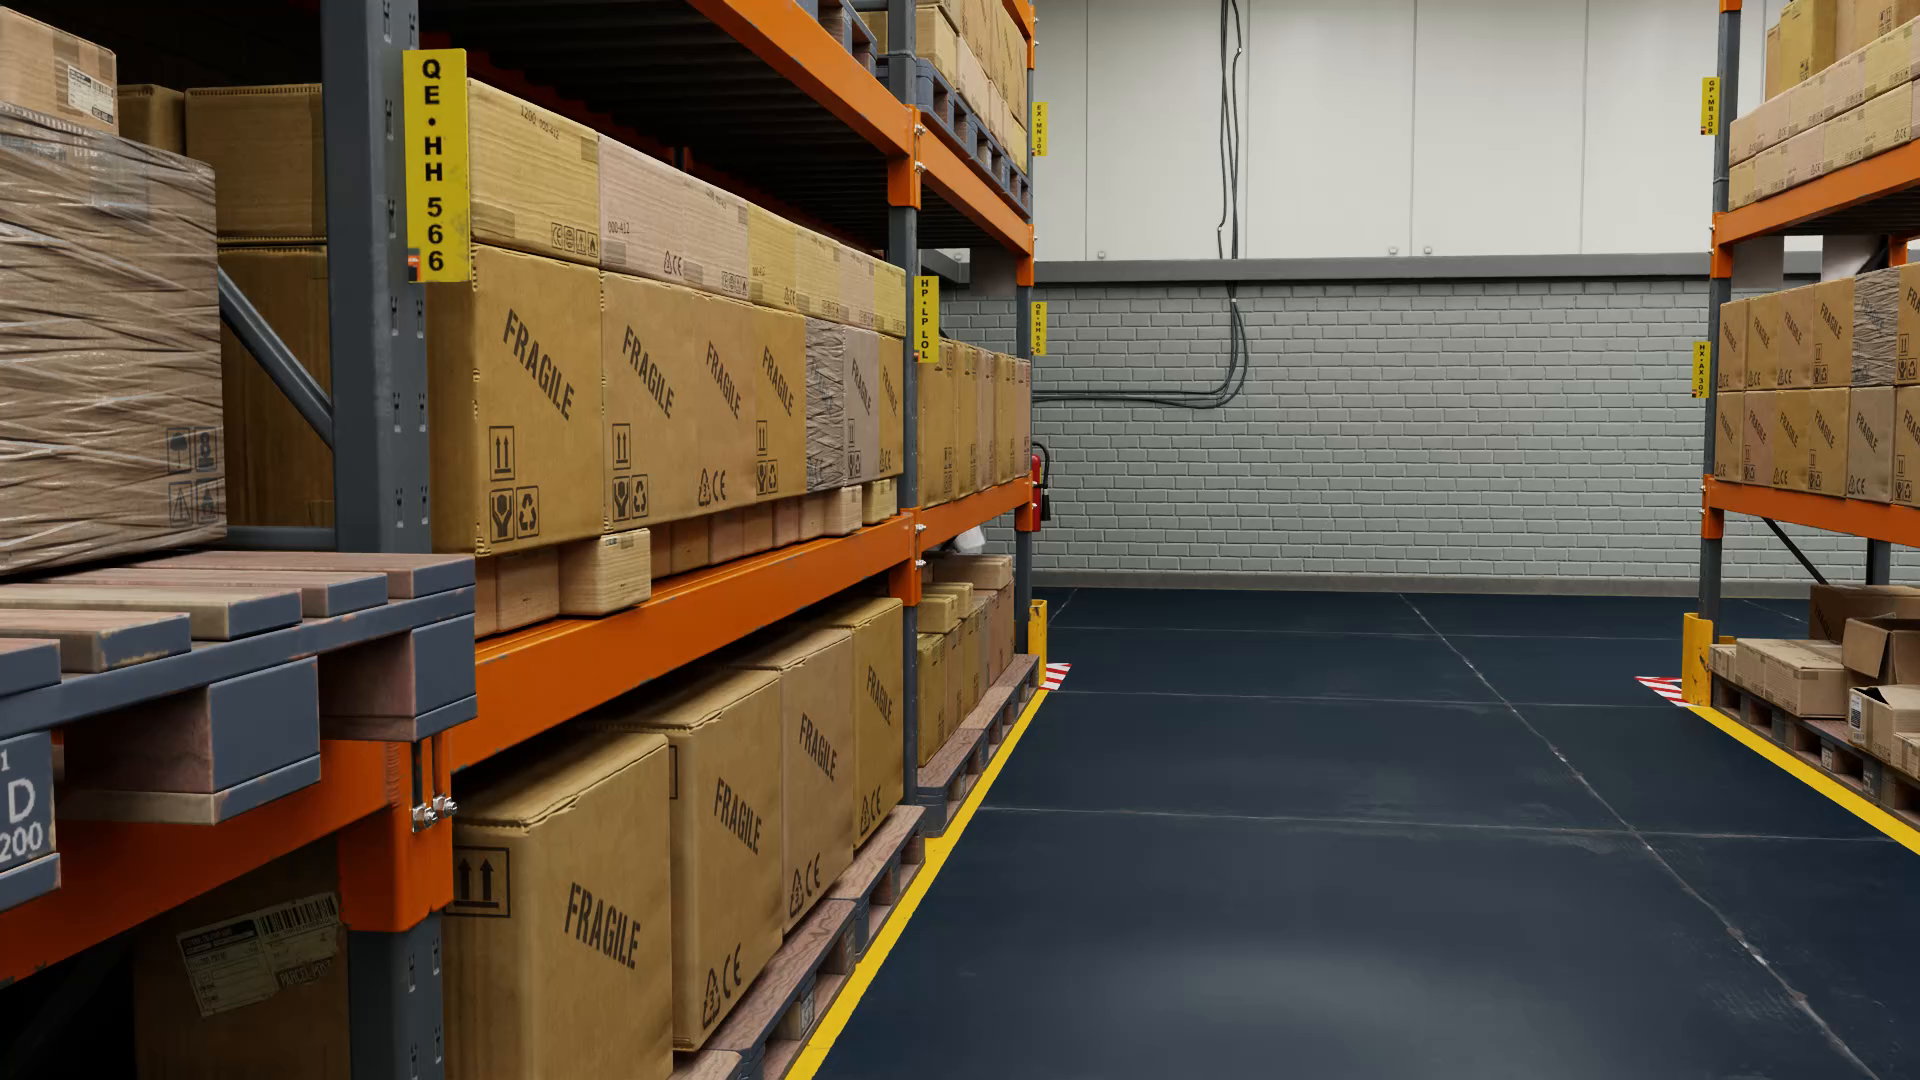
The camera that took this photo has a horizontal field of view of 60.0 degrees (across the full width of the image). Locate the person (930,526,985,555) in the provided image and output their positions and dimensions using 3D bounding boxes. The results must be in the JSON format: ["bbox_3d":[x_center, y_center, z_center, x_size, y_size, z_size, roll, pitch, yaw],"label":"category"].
[{"bbox_3d":[-0.242,0.086,11.922,0.824,1.383,0.590,1,4,9],"label":"person"}]
